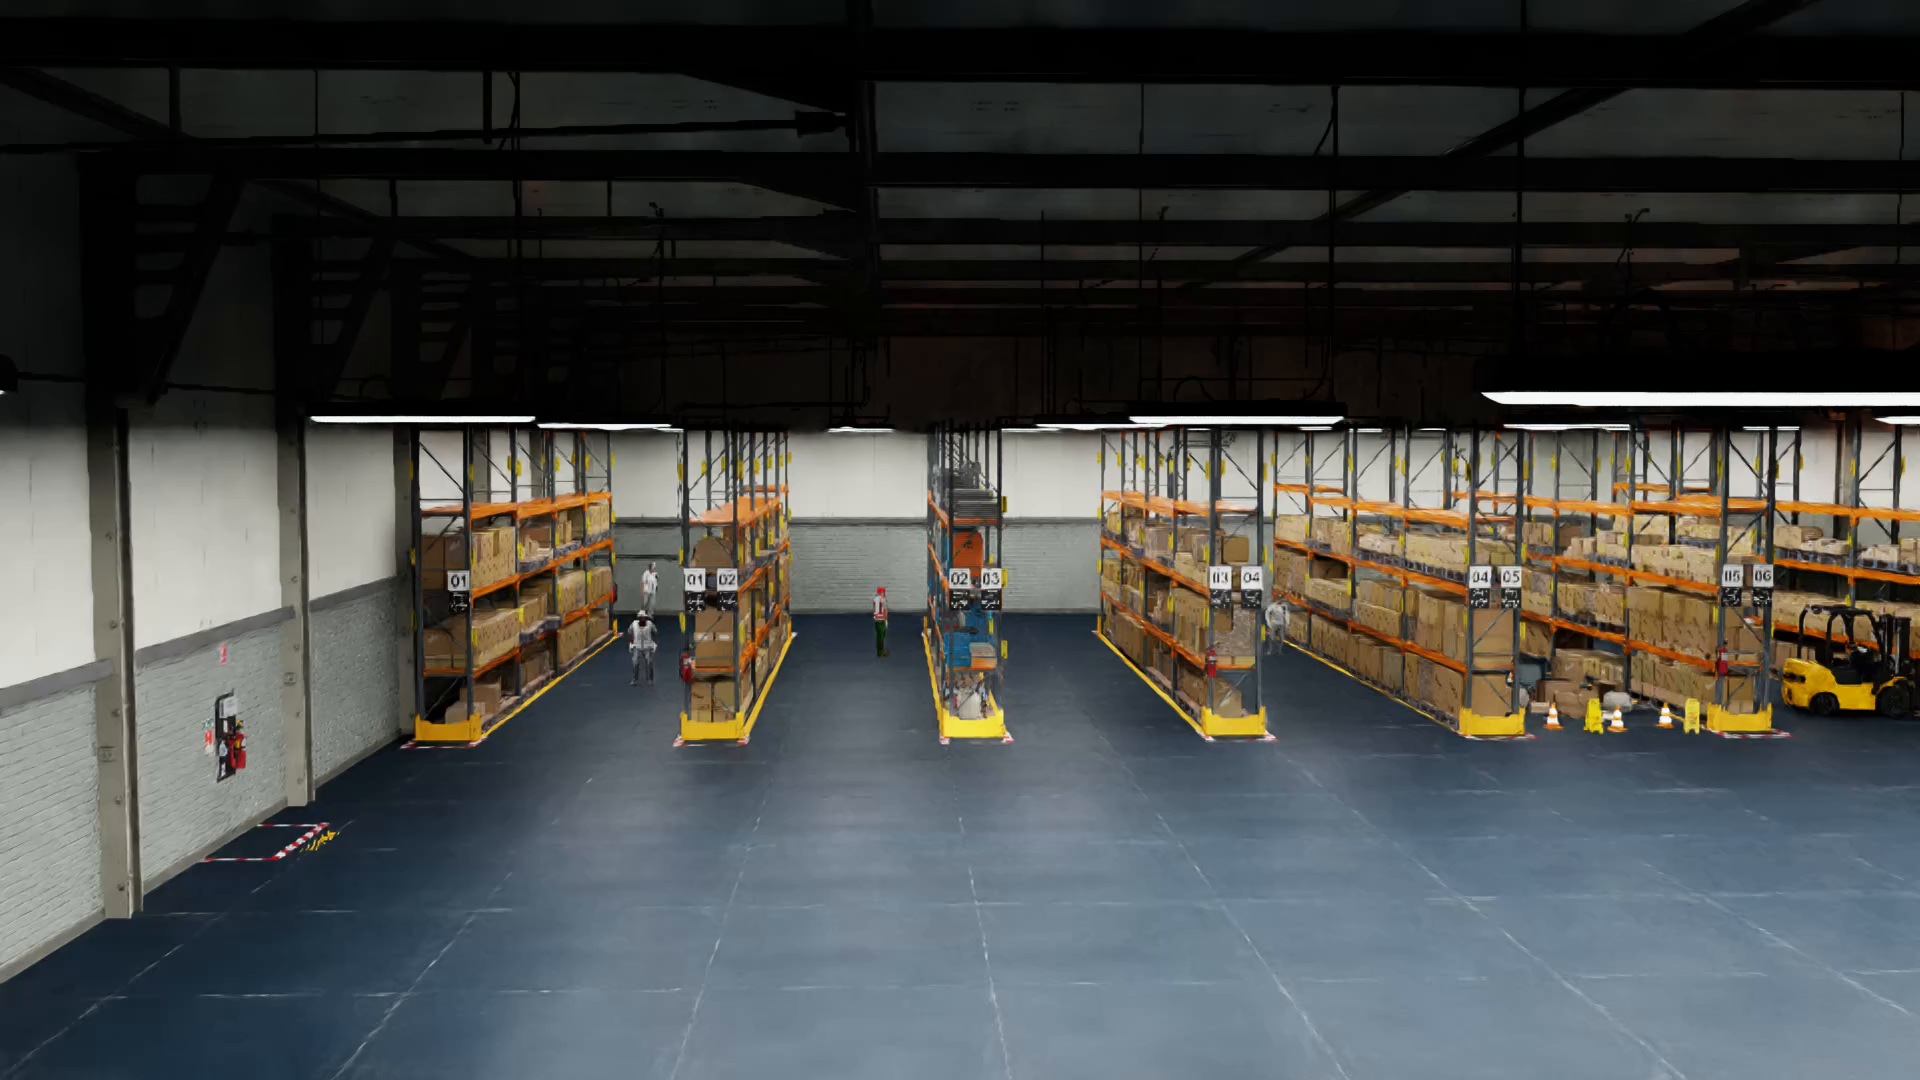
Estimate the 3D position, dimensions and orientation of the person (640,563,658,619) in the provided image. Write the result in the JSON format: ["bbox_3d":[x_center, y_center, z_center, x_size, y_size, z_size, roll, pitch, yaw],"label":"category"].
[{"bbox_3d":[-9.636,1.569,51.334,0.596,1.747,0.578,-3,5,-39],"label":"person"}]

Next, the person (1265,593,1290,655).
[{"bbox_3d":[8.200,2.166,42.945,0.639,1.632,0.498,0,4,-4],"label":"person"}]

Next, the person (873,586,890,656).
[{"bbox_3d":[-1.991,2.067,42.873,0.446,1.789,0.605,-2,4,-32],"label":"person"}]

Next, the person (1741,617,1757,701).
[{"bbox_3d":[16.856,2.540,35.672,0.497,1.763,0.625,2,4,26],"label":"person"}]

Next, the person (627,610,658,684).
[{"bbox_3d":[-7.228,2.440,37.851,0.702,1.735,0.549,0,4,-5],"label":"person"}]
